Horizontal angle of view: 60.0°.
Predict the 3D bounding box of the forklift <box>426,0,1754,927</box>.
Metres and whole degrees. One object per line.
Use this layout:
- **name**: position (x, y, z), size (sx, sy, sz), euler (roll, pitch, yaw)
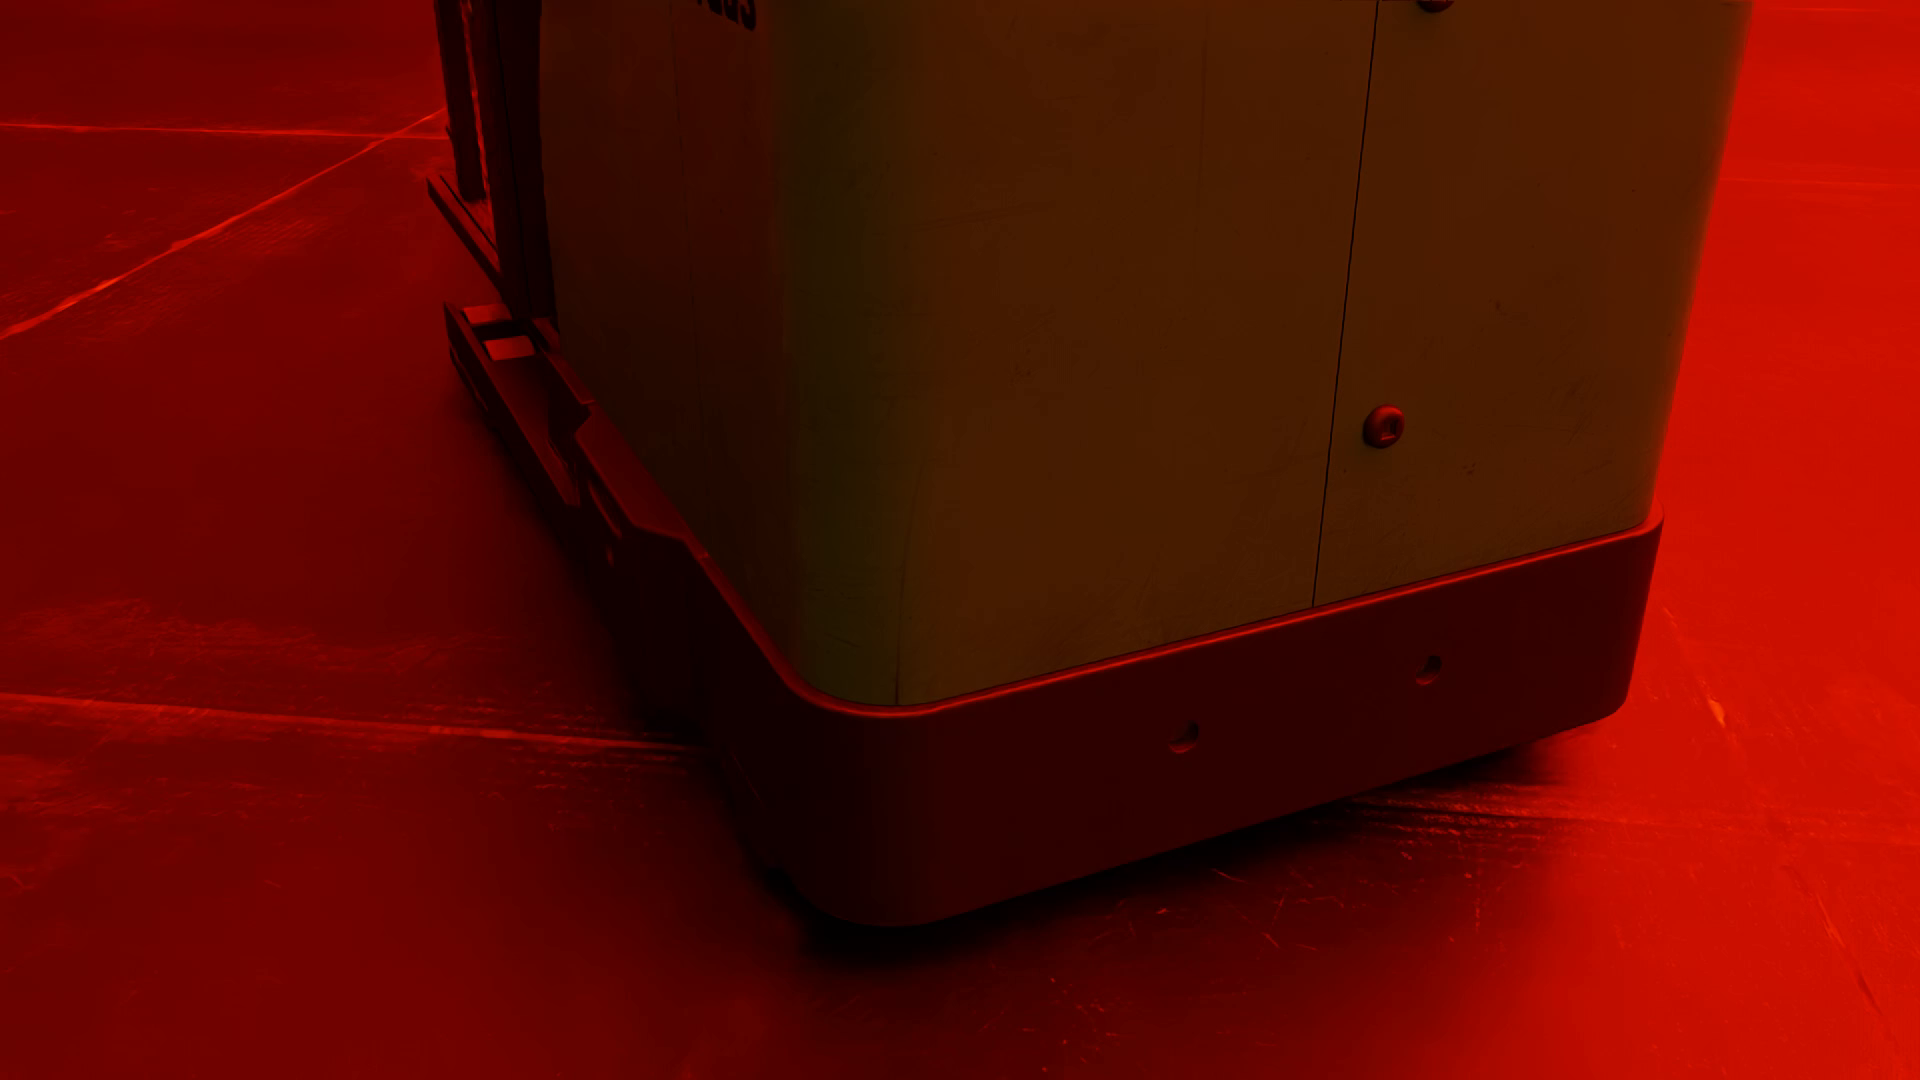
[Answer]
- **forklift**: position (-0.285, -1.571, 2.366), size (1.130, 2.935, 3.031), euler (-12, 29, -22)
